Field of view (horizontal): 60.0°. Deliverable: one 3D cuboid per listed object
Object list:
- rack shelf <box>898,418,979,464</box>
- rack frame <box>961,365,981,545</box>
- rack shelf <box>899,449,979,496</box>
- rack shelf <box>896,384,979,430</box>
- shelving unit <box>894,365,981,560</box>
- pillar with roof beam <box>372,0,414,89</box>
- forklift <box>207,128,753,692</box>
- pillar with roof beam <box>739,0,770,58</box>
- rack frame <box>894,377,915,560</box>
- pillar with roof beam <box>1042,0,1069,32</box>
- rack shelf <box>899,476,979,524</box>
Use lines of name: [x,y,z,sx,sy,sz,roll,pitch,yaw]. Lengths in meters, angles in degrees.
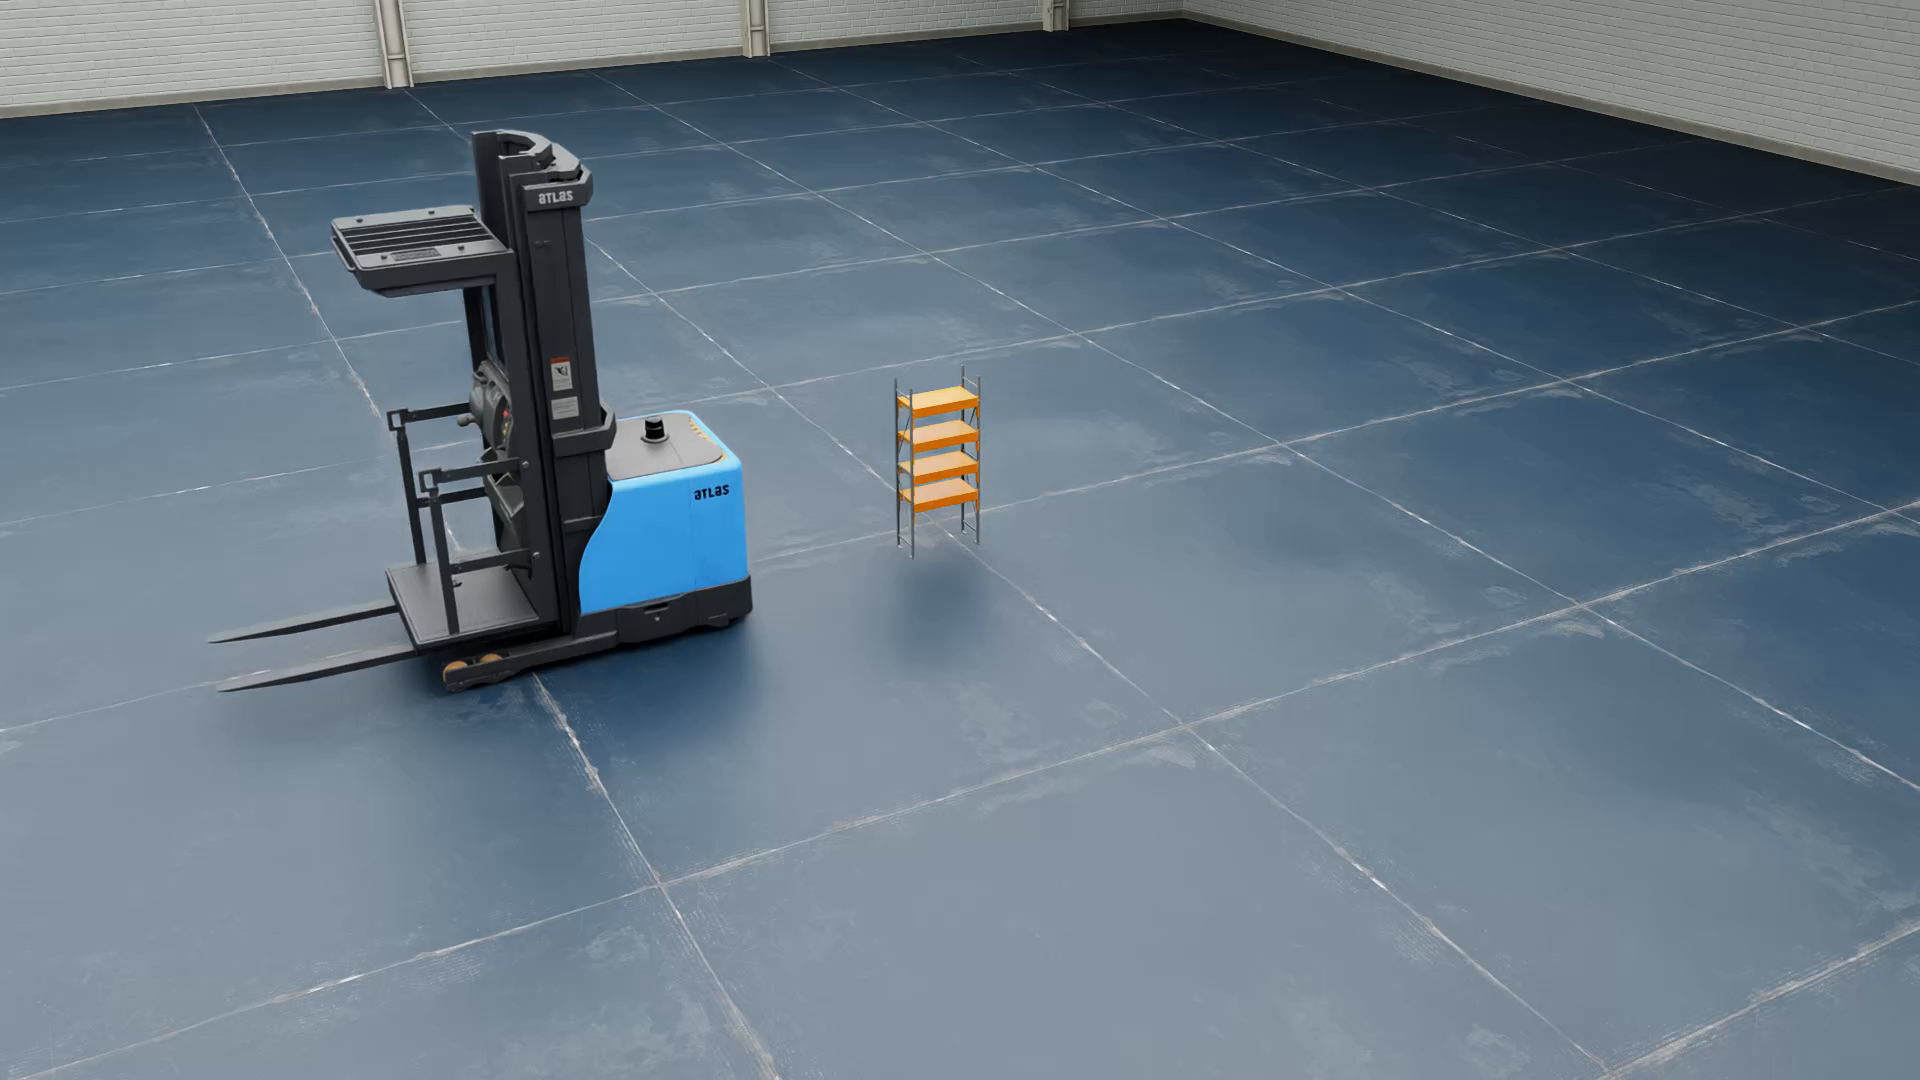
rack shelf: [-0.146,-0.648,10.852,0.480,0.148,0.258,-13,29,-25]
rack frame: [0.069,-0.557,11.024,0.015,1.200,0.240,-13,29,-25]
rack shelf: [-0.146,-0.447,10.949,0.480,0.148,0.258,-13,29,-25]
rack shelf: [-0.146,-0.861,10.750,0.480,0.148,0.258,-13,29,-25]
shelving unit: [-0.146,-0.507,10.920,0.503,1.200,0.258,-13,29,-25]
pillar with roof beam: [-6.773,-9.535,20.712,0.400,9.000,9.100,-13,29,-25]
forklift: [-2.825,-0.721,9.366,3.031,2.935,1.130,-12,28,-24]
pillar with roof beam: [-1.479,-10.757,23.258,0.400,9.000,9.100,-13,29,-25]
rack frame: [-0.361,-0.457,10.817,0.015,1.200,0.240,-13,29,-25]
pillar with roof beam: [3.815,-11.979,25.803,0.400,9.000,9.100,-13,29,-25]
rack shelf: [-0.146,-0.268,11.035,0.480,0.148,0.258,-13,29,-25]
